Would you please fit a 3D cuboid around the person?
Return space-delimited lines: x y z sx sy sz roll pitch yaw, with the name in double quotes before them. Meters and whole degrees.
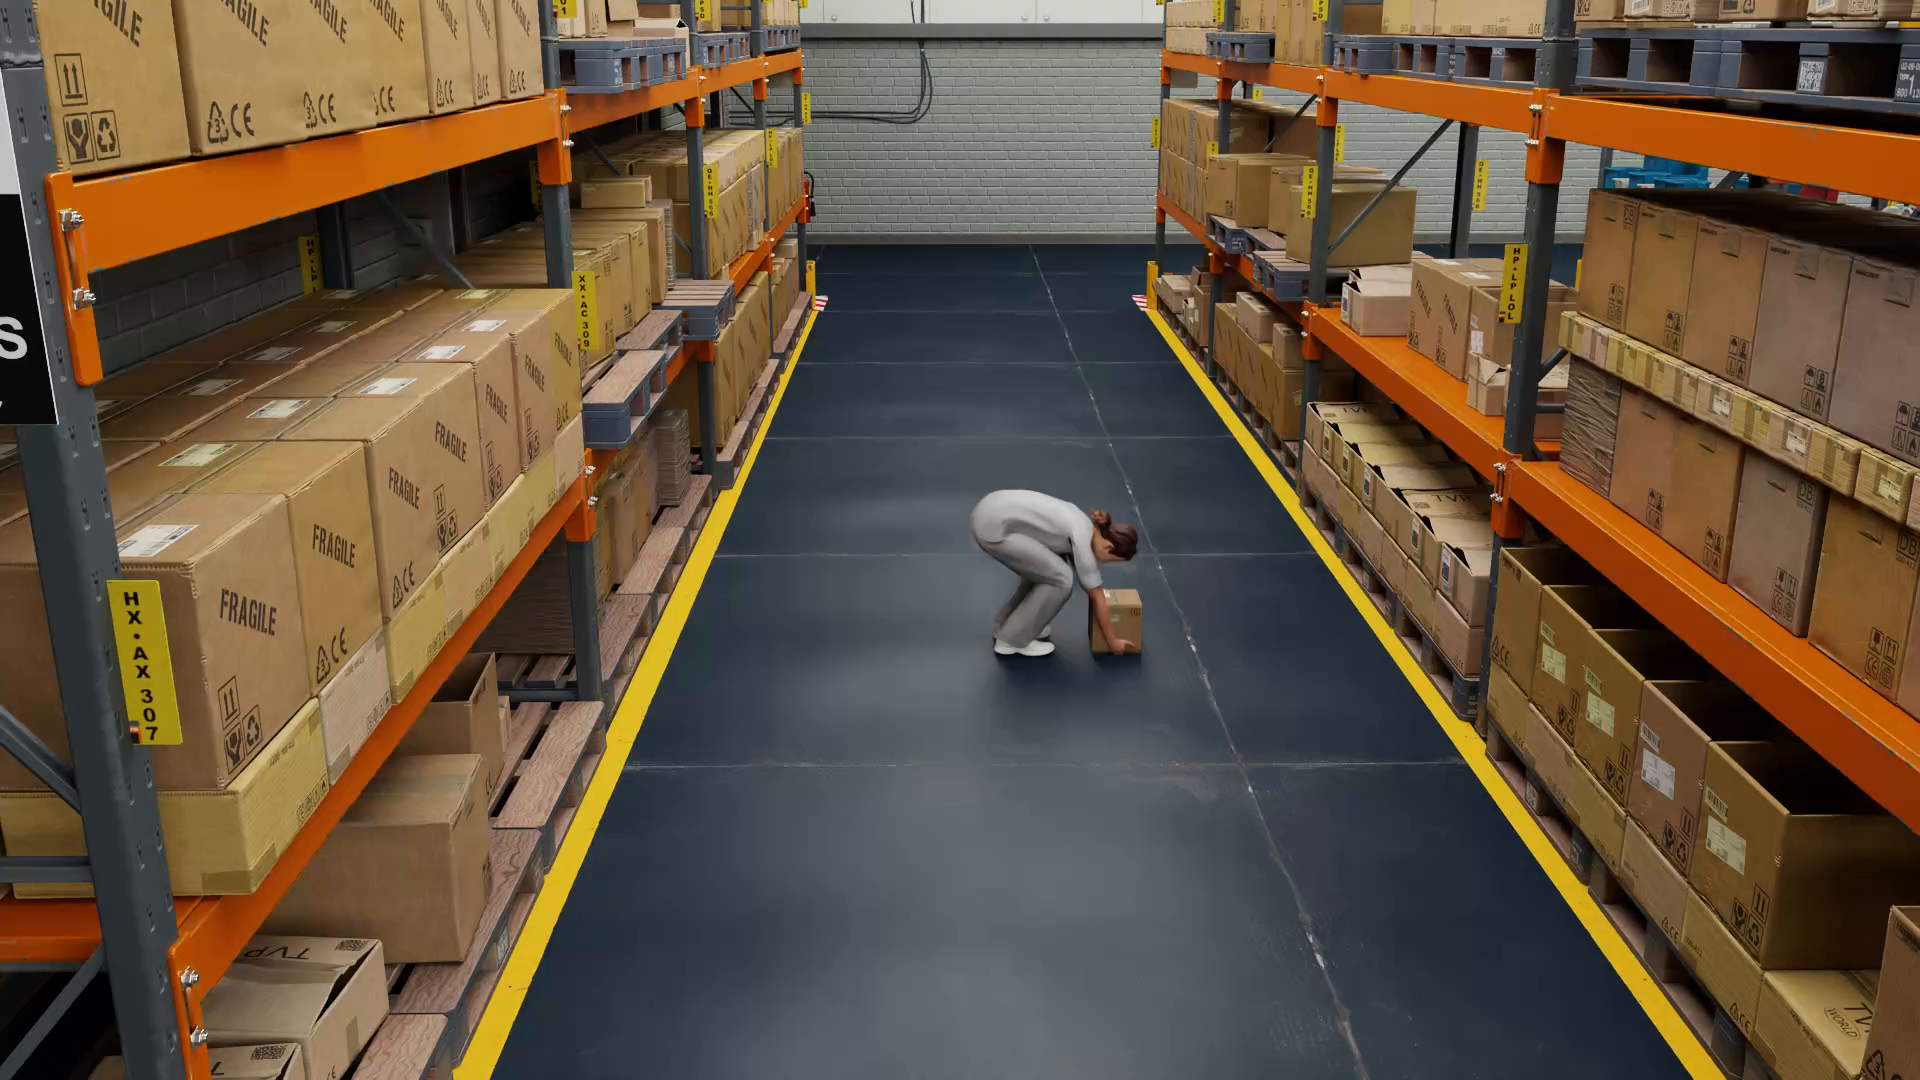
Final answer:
"person" 0.479 0.154 8.502 0.855 0.836 0.476 -1 17 -3
